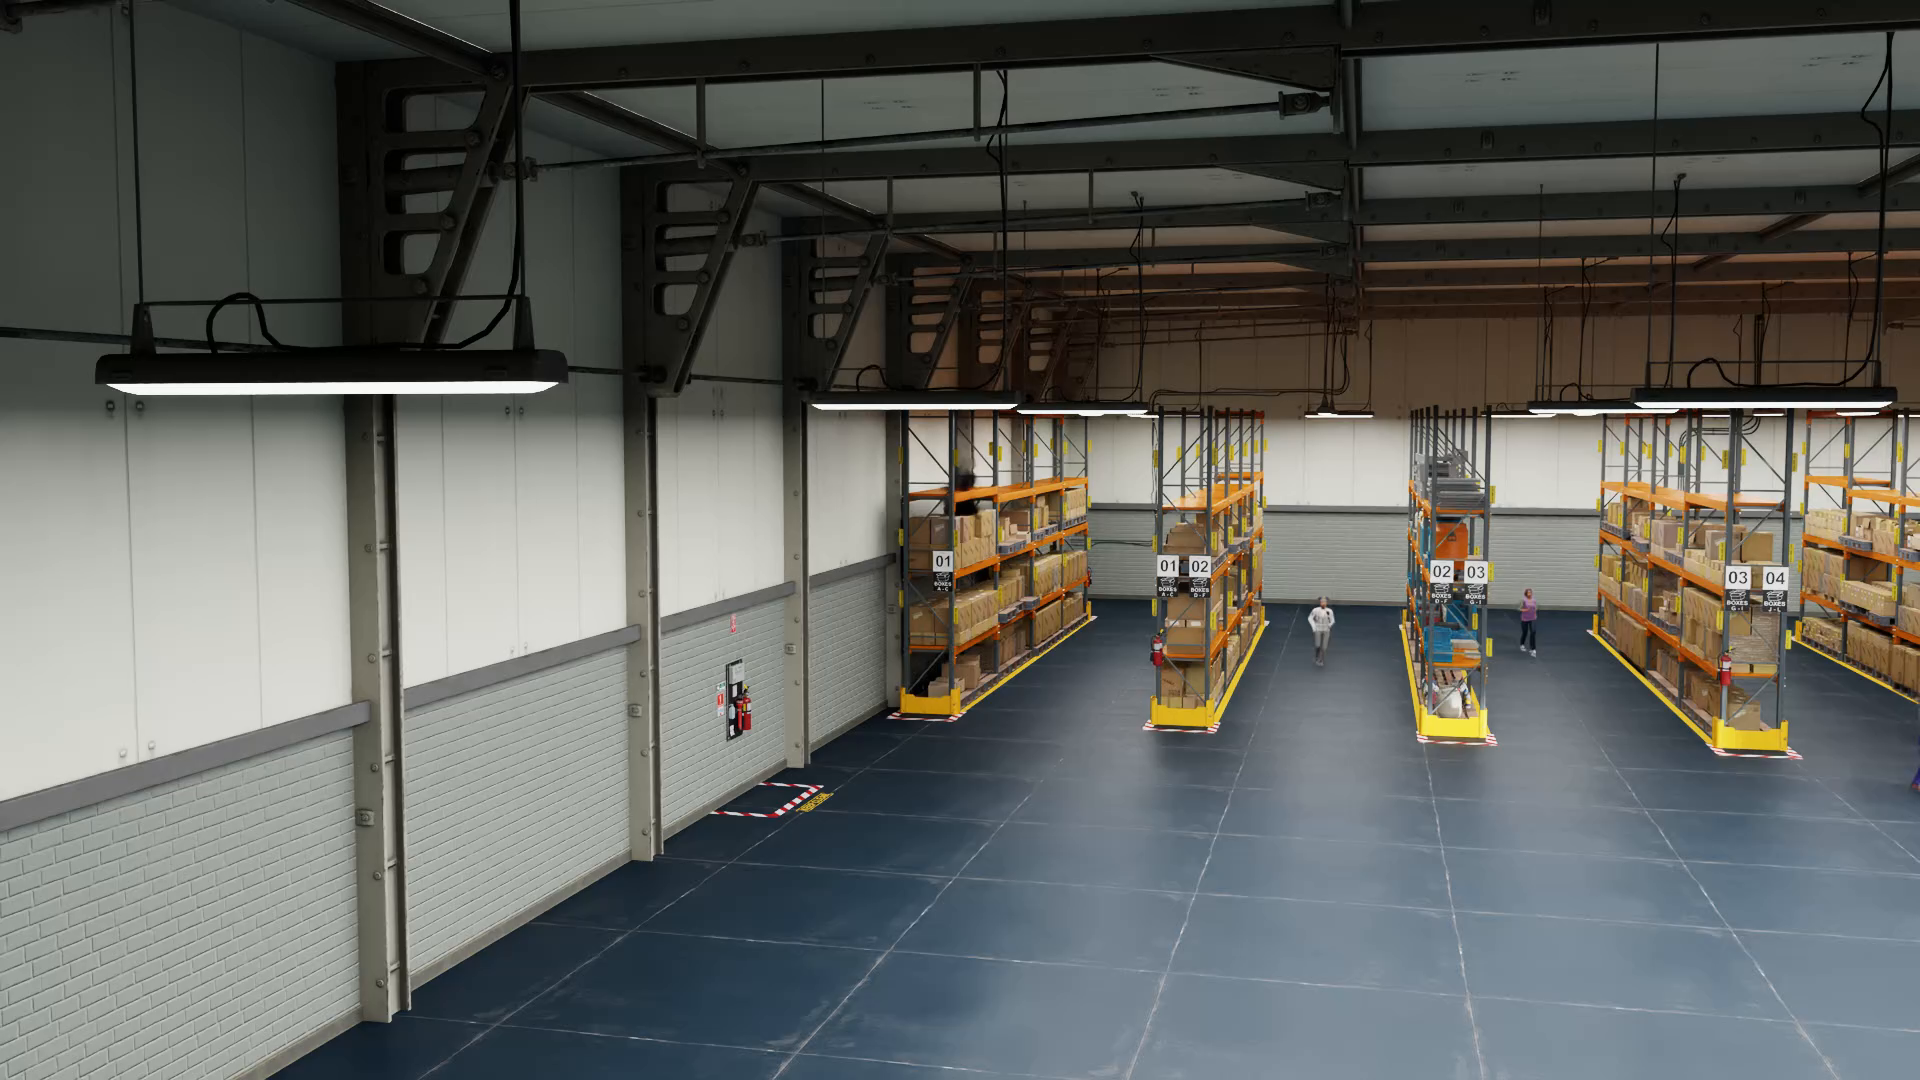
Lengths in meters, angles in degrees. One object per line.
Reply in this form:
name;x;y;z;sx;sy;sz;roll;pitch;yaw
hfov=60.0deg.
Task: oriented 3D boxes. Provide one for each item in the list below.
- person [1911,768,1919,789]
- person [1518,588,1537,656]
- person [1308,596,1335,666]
person;14.972;3.089;25.454;0.583;1.681;0.660;-4;5;-41
person;13.898;1.988;40.704;0.531;1.621;0.805;0;4;1
person;8.400;2.118;38.572;0.589;1.653;0.569;0;4;5
